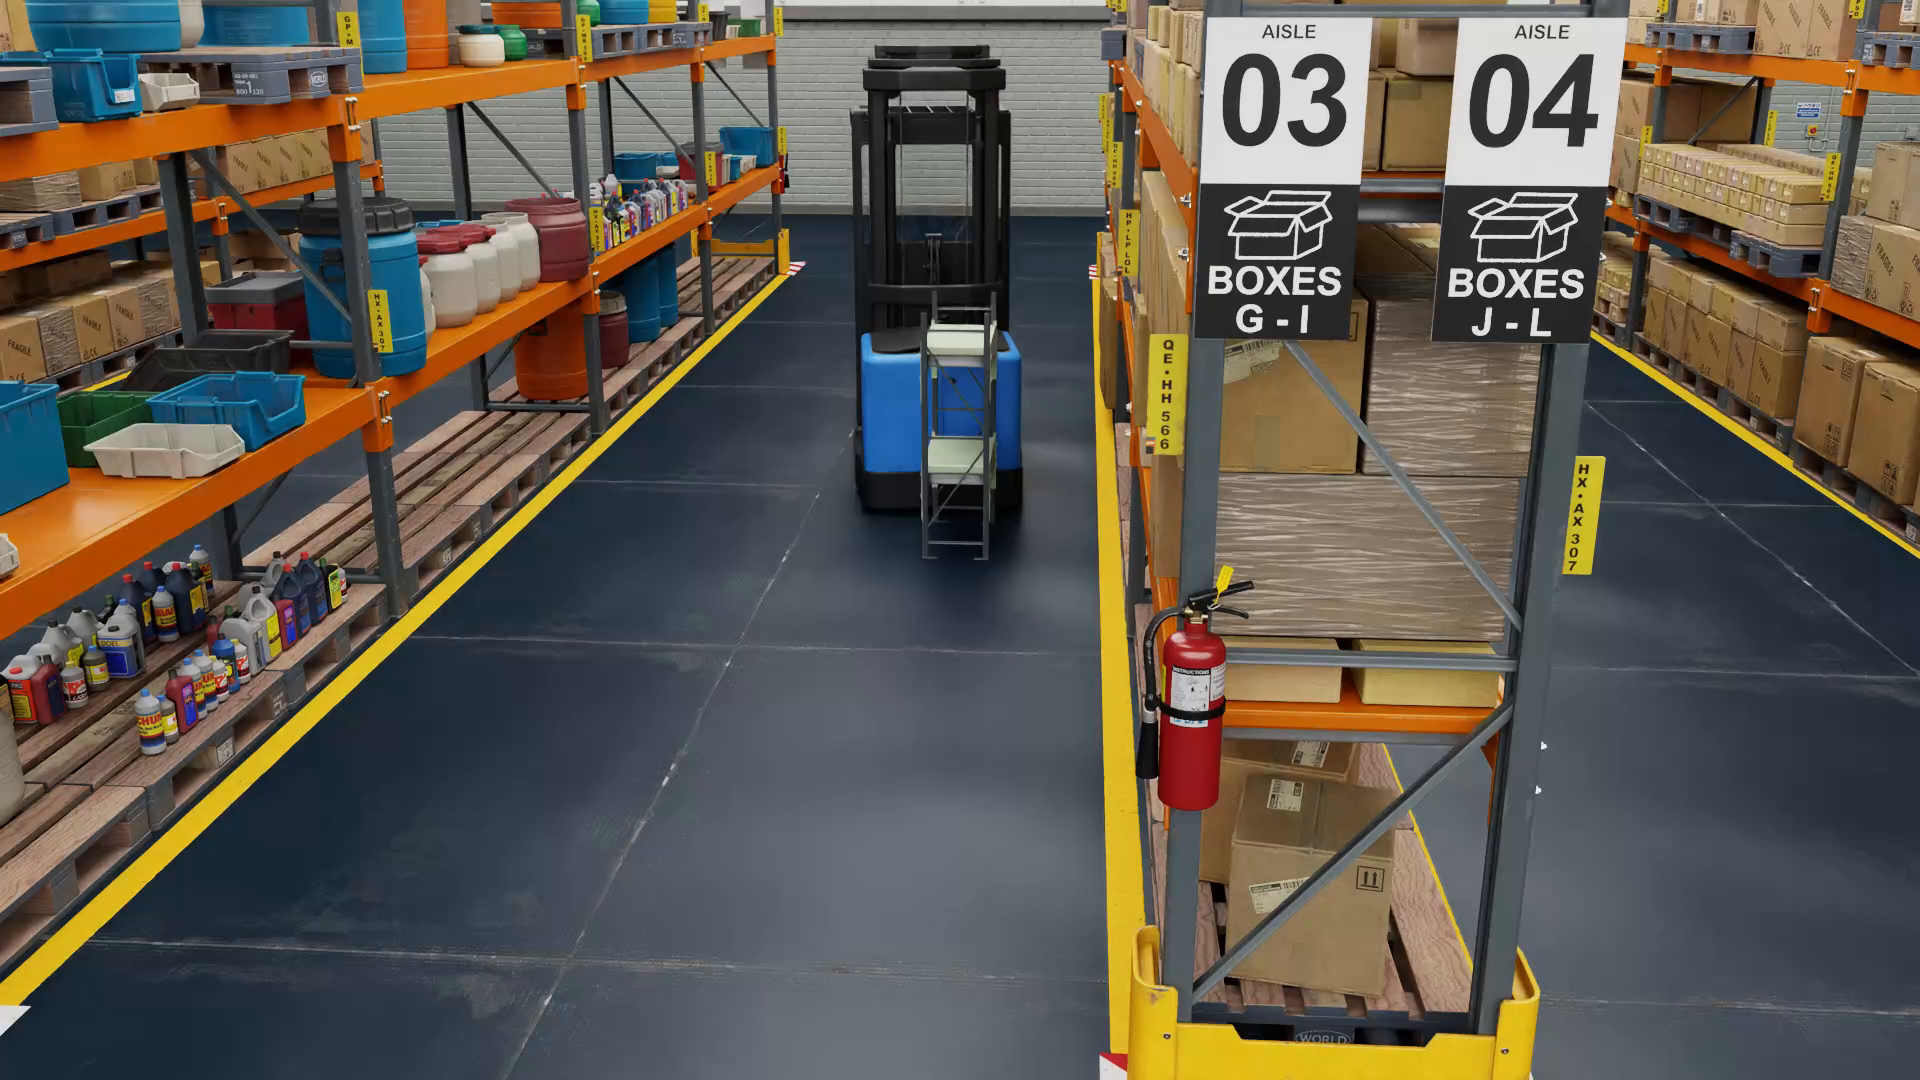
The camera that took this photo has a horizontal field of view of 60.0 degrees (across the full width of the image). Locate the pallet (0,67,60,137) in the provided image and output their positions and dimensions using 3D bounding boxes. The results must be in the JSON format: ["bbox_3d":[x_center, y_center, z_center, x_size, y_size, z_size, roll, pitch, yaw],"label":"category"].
[{"bbox_3d":[-3.683,-1.366,5.260,1.003,0.211,1.213,1,18,4],"label":"pallet"}]

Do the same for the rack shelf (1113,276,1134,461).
[{"bbox_3d":[1.531,-1.186,10.382,1.077,0.370,4.000,1,18,4],"label":"rack shelf"}]

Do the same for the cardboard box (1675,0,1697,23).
[{"bbox_3d":[6.764,-4.807,14.624,0.700,0.500,0.500,1,18,4],"label":"cardboard box"}]

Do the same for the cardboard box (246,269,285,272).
[{"bbox_3d":[-7.622,-2.871,18.212,0.380,0.166,0.250,1,18,4],"label":"cardboard box"}]

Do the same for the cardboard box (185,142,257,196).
[{"bbox_3d":[-7.612,-3.814,17.084,0.500,0.500,0.500,2,18,5],"label":"cardboard box"}]

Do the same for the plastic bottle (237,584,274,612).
[{"bbox_3d":[-3.475,0.338,8.242,0.152,0.276,0.135,1,18,4],"label":"plastic bottle"}]

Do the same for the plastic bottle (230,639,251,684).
[{"bbox_3d":[-3.345,0.557,7.693,0.097,0.201,0.097,0,18,0],"label":"plastic bottle"}]

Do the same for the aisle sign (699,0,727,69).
[{"bbox_3d":[-2.984,-6.009,19.769,0.394,0.787,0.004,1,18,4],"label":"aisle sign"}]

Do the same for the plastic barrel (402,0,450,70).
[{"bbox_3d":[-3.589,-3.436,10.585,0.600,0.830,0.708,1,18,4],"label":"plastic barrel"}]

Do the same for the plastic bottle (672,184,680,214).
[{"bbox_3d":[-2.712,-3.200,15.572,0.152,0.276,0.135,1,18,4],"label":"plastic bottle"}]

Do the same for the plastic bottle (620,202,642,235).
[{"bbox_3d":[-2.813,-2.759,14.225,0.152,0.276,0.135,1,18,4],"label":"plastic bottle"}]

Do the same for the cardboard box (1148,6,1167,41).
[{"bbox_3d":[1.057,-2.357,7.581,0.380,0.149,0.250,1,18,2],"label":"cardboard box"}]

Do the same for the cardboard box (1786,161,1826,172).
[{"bbox_3d":[6.954,-2.995,13.520,0.380,0.149,0.250,1,18,3],"label":"cardboard box"}]

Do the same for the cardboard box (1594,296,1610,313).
[{"bbox_3d":[6.646,-2.386,16.792,0.380,0.149,0.250,1,18,2],"label":"cardboard box"}]

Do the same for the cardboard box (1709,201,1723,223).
[{"bbox_3d":[6.288,-2.649,13.420,0.380,0.149,0.250,2,18,6],"label":"cardboard box"}]

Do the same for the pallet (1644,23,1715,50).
[{"bbox_3d":[6.750,-4.396,14.508,1.213,0.211,1.003,1,18,4],"label":"pallet"}]

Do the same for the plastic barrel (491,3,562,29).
[{"bbox_3d":[-3.223,-4.265,12.441,0.600,0.830,0.708,1,18,4],"label":"plastic barrel"}]

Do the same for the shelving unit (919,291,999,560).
[{"bbox_3d":[0.000,-0.711,10.183,0.431,1.500,0.755,1,18,4],"label":"shelving unit"}]

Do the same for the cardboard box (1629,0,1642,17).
[{"bbox_3d":[6.729,-5.152,15.949,0.500,0.250,0.500,1,18,2],"label":"cardboard box"}]

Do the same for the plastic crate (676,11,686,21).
[{"bbox_3d":[-3.160,-5.432,17.557,0.437,0.282,0.530,1,18,4],"label":"plastic crate"}]

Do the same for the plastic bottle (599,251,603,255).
[{"bbox_3d":[-2.870,-2.358,13.122,0.097,0.201,0.097,0,18,0],"label":"plastic bottle"}]

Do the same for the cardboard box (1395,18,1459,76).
[{"bbox_3d":[1.351,-1.289,4.322,0.380,0.149,0.250,1,18,4],"label":"cardboard box"}]

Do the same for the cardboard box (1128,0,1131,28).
[{"bbox_3d":[1.344,-3.562,10.697,0.500,0.500,0.500,1,18,4],"label":"cardboard box"}]

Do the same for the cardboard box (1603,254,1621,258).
[{"bbox_3d":[6.687,-2.900,17.405,0.380,0.149,0.250,1,18,2],"label":"cardboard box"}]

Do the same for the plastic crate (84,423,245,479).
[{"bbox_3d":[-3.417,-0.382,7.196,0.530,0.136,0.437,1,18,4],"label":"plastic crate"}]

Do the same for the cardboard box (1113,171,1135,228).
[{"bbox_3d":[1.607,-2.990,14.571,0.500,0.500,0.500,1,18,3],"label":"cardboard box"}]

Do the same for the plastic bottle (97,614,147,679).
[{"bbox_3d":[-3.919,0.495,7.762,0.152,0.276,0.135,1,18,4],"label":"plastic bottle"}]

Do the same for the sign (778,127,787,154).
[{"bbox_3d":[-2.143,-4.815,20.038,0.100,0.325,0.005,1,18,4],"label":"sign"}]

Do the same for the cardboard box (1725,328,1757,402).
[{"bbox_3d":[6.441,-1.390,13.189,0.500,0.500,0.500,2,18,6],"label":"cardboard box"}]

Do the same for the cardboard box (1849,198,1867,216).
[{"bbox_3d":[6.866,-2.459,12.361,0.380,0.149,0.250,2,18,7],"label":"cardboard box"}]

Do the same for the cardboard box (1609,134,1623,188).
[{"bbox_3d":[6.692,-3.756,16.431,0.500,0.500,0.500,1,18,2],"label":"cardboard box"}]

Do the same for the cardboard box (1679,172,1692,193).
[{"bbox_3d":[6.344,-3.034,14.116,0.380,0.149,0.250,2,18,6],"label":"cardboard box"}]

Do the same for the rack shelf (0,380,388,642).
[{"bbox_3d":[-3.696,-0.055,6.928,1.077,0.370,4.000,1,18,4],"label":"rack shelf"}]

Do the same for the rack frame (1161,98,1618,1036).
[{"bbox_3d":[1.100,0.335,4.583,1.000,3.000,0.127,1,18,4],"label":"rack frame"}]

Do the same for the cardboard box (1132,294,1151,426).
[{"bbox_3d":[1.222,-0.803,7.418,0.875,0.500,0.500,1,18,4],"label":"cardboard box"}]

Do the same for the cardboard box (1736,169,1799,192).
[{"bbox_3d":[6.246,-2.775,12.848,0.380,0.149,0.250,2,18,6],"label":"cardboard box"}]

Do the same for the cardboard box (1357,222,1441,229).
[{"bbox_3d":[1.519,-0.959,6.290,0.500,0.500,0.500,1,18,4],"label":"cardboard box"}]

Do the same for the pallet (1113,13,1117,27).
[{"bbox_3d":[2.120,-5.407,17.432,1.003,0.211,1.213,1,18,4],"label":"pallet"}]

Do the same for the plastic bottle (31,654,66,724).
[{"bbox_3d":[-3.994,0.651,7.276,0.061,0.283,0.133,1,18,4],"label":"plastic bottle"}]

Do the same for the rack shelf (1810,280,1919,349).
[{"bbox_3d":[6.470,-1.044,9.948,1.077,0.370,4.000,1,18,4],"label":"rack shelf"}]

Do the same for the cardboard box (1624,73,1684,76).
[{"bbox_3d":[7.338,-4.689,17.673,0.500,0.500,0.500,2,18,7],"label":"cardboard box"}]

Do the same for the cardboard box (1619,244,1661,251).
[{"bbox_3d":[7.390,-3.126,18.094,0.380,0.149,0.250,2,18,6],"label":"cardboard box"}]

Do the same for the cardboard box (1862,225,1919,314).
[{"bbox_3d":[6.279,-1.763,10.827,0.500,0.500,0.500,1,18,3],"label":"cardboard box"}]

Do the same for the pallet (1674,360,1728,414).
[{"bbox_3d":[6.761,-1.303,14.060,1.003,0.211,1.213,1,18,4],"label":"pallet"}]

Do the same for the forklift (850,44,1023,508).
[{"bbox_3d":[-0.215,-2.009,11.848,1.130,2.935,3.031,-1,18,-4],"label":"forklift"}]

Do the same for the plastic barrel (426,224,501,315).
[{"bbox_3d":[-3.182,-1.737,10.688,0.433,0.535,0.433,0,18,0],"label":"plastic barrel"}]

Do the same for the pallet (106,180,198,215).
[{"bbox_3d":[-8.086,-3.277,15.915,1.003,0.211,1.213,1,18,4],"label":"pallet"}]

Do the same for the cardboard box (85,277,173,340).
[{"bbox_3d":[-7.750,-2.167,15.526,0.500,0.500,0.500,2,18,5],"label":"cardboard box"}]

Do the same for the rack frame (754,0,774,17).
[{"bbox_3d":[-2.693,-7.596,19.152,1.000,3.000,0.127,1,18,4],"label":"rack frame"}]

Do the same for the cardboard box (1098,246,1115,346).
[{"bbox_3d":[1.872,-2.105,14.767,1.225,0.875,0.875,1,18,2],"label":"cardboard box"}]

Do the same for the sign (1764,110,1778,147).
[{"bbox_3d":[7.454,-3.789,15.309,0.100,0.325,0.005,1,18,4],"label":"sign"}]
